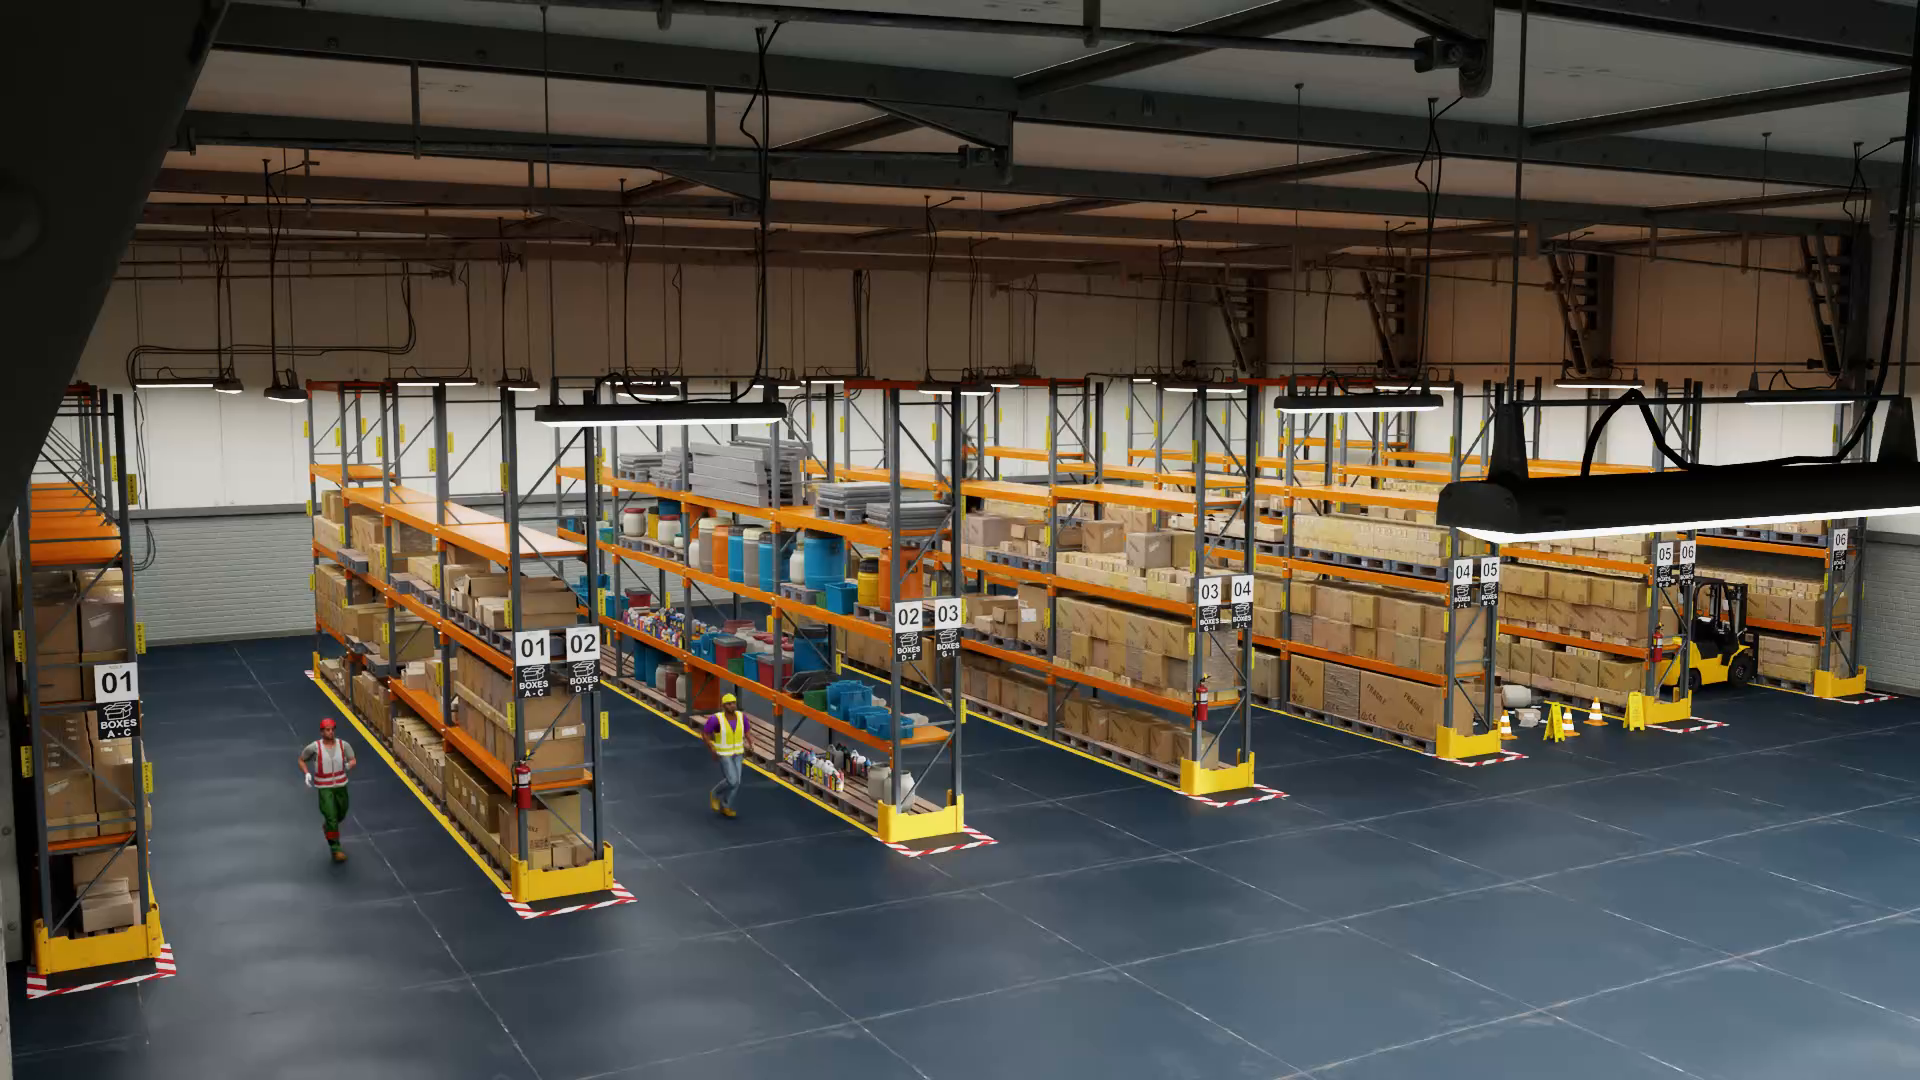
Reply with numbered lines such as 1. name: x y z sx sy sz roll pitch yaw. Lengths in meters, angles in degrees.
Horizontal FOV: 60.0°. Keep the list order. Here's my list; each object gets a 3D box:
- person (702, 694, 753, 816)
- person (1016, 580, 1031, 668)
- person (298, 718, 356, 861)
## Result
1. person: -3.195 3.002 23.254 0.682 1.729 0.599 -5 8 -37
2. person: 1.329 1.659 33.150 0.665 1.756 0.592 -4 7 -35
3. person: -8.087 3.164 21.356 0.654 1.768 0.981 -5 8 -39
